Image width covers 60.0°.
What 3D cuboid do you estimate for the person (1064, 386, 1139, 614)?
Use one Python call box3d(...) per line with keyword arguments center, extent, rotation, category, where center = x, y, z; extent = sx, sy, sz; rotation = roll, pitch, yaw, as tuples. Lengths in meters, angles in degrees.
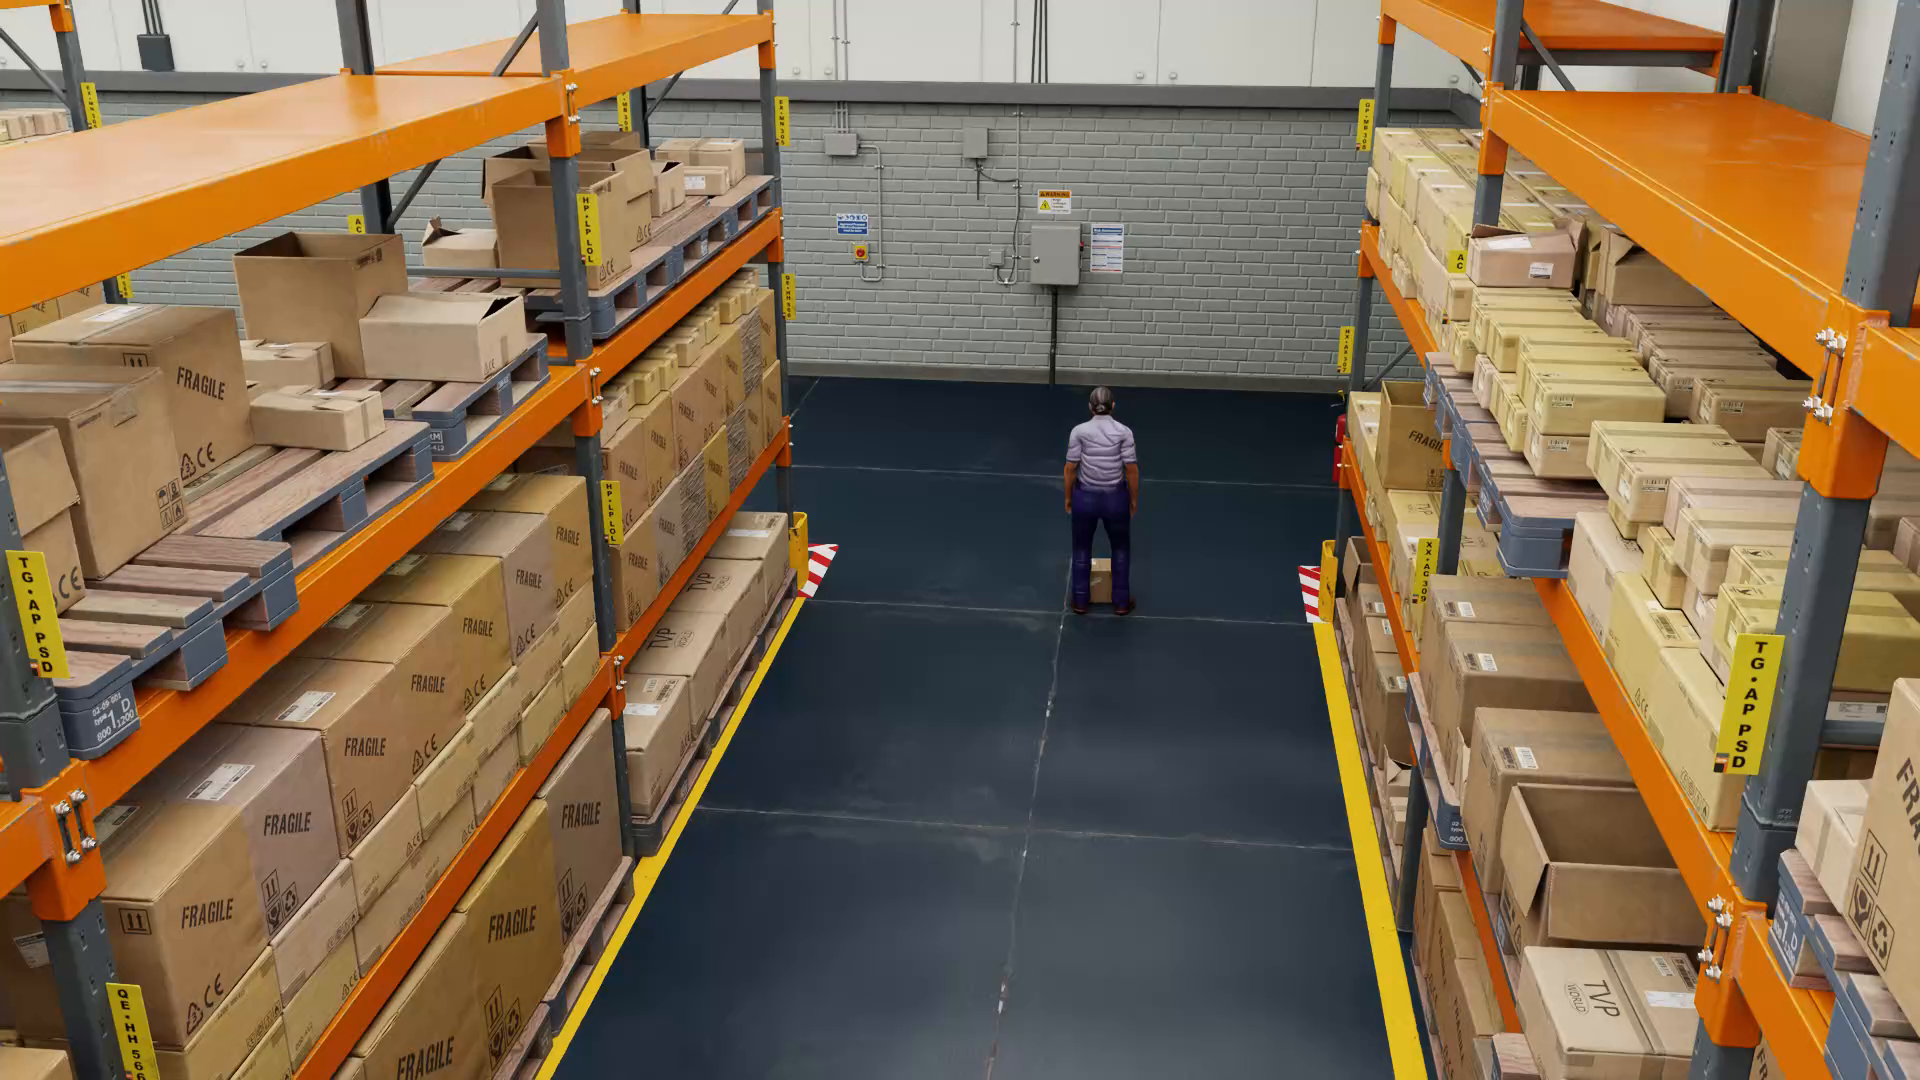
box3d(center=(1.004, -0.267, 11.784), extent=(0.541, 1.648, 0.368), rotation=(2, 21, 6), category="person")
